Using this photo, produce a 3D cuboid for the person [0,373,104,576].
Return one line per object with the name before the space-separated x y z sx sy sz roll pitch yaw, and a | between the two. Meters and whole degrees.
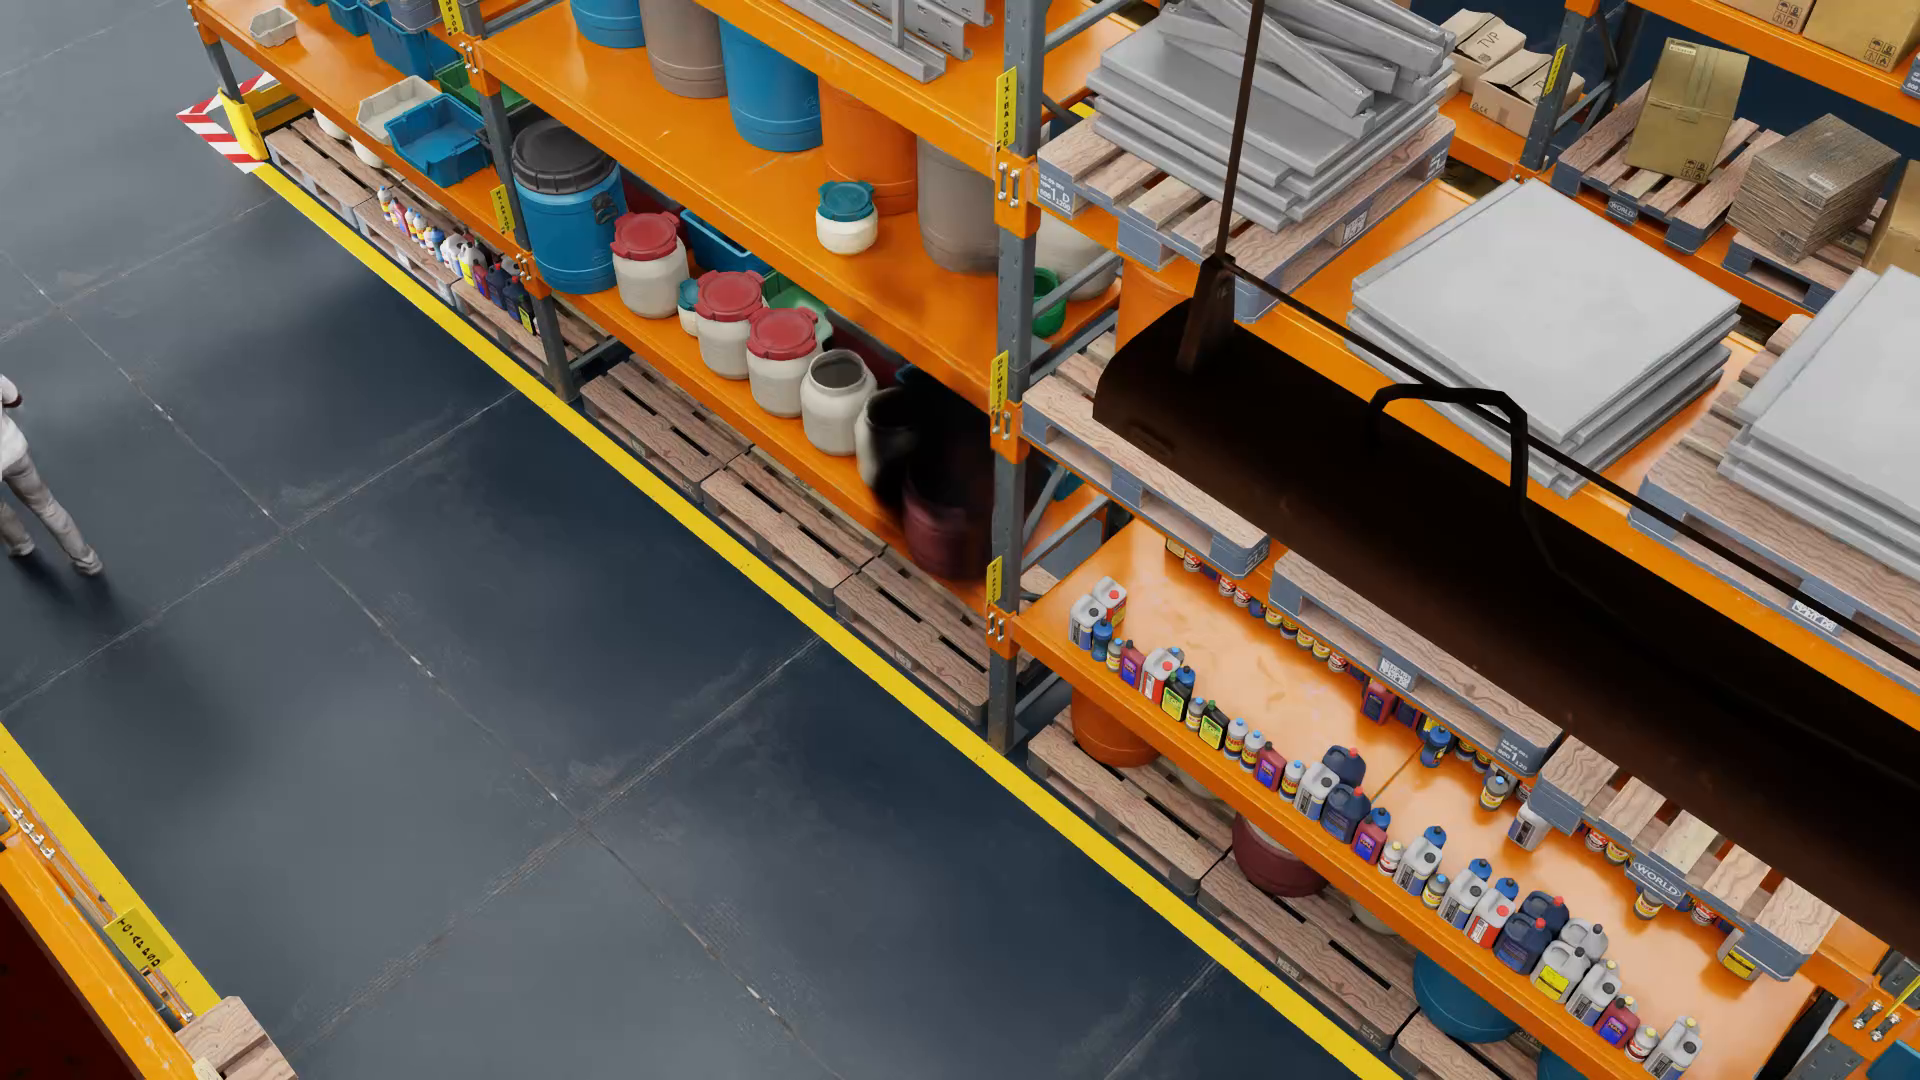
person | -5.566 -0.444 9.600 0.838 1.814 0.635 32 57 24
